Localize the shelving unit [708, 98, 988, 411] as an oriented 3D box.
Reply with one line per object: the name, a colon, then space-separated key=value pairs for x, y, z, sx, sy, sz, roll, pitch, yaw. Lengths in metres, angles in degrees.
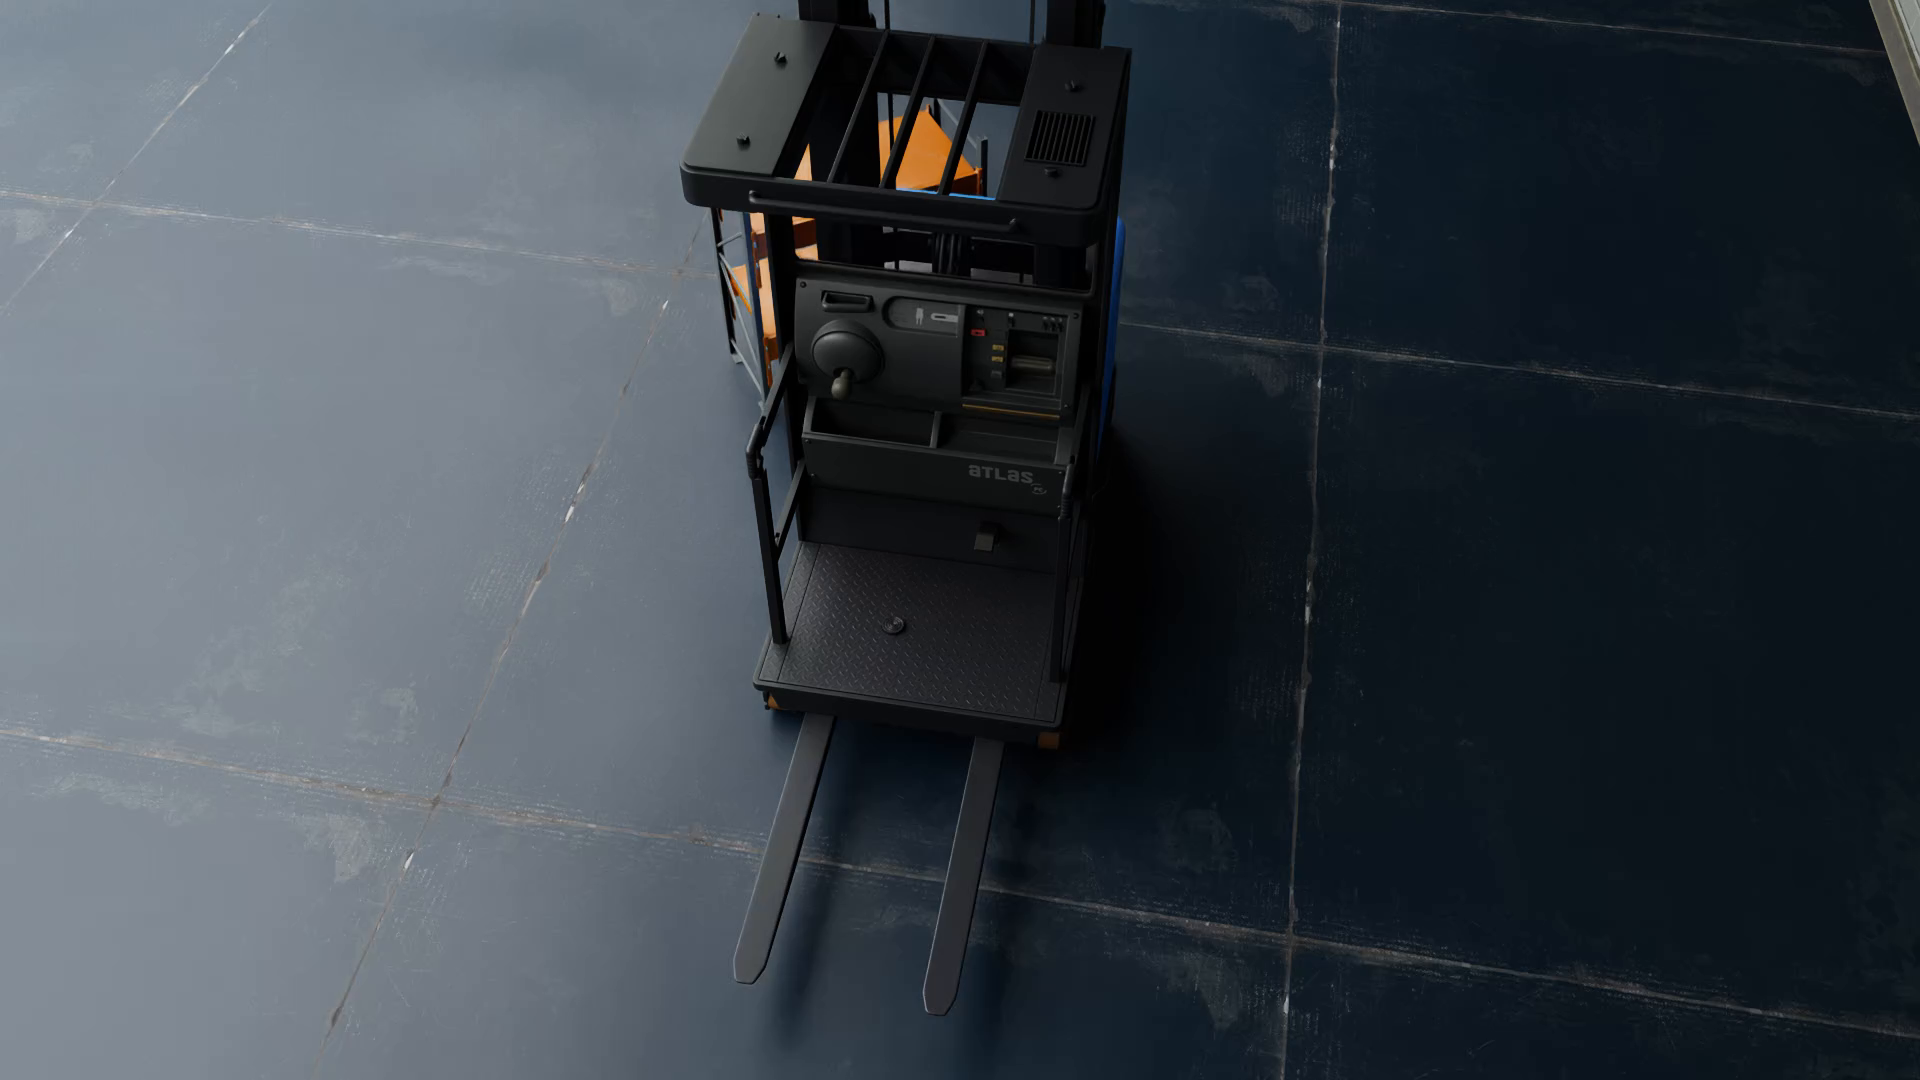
shelving unit: x=-0.467 y=-1.234 z=7.075 sx=1.048 sy=1.125 sz=0.538 roll=-19 pitch=51 yaw=-17

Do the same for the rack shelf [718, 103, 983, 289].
rack shelf: x=-0.467 y=-1.430 z=6.857 sx=1.000 sy=0.278 sz=0.538 roll=-19 pitch=51 yaw=-17

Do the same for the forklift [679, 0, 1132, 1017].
forklift: x=-0.110 y=-0.520 z=5.219 sx=1.130 sy=2.935 sz=3.031 roll=8 pitch=48 yaw=7

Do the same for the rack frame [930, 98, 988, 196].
rack frame: x=-0.007 y=-1.395 z=7.219 sx=0.032 sy=1.125 sz=0.500 roll=-19 pitch=51 yaw=-17

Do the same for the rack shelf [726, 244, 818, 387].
rack shelf: x=-0.467 y=-1.071 z=7.256 sx=1.000 sy=0.278 sz=0.538 roll=-19 pitch=51 yaw=-17

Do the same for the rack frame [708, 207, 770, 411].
rack frame: x=-0.927 y=-1.073 z=6.930 sx=0.032 sy=1.125 sz=0.500 roll=-19 pitch=51 yaw=-17
